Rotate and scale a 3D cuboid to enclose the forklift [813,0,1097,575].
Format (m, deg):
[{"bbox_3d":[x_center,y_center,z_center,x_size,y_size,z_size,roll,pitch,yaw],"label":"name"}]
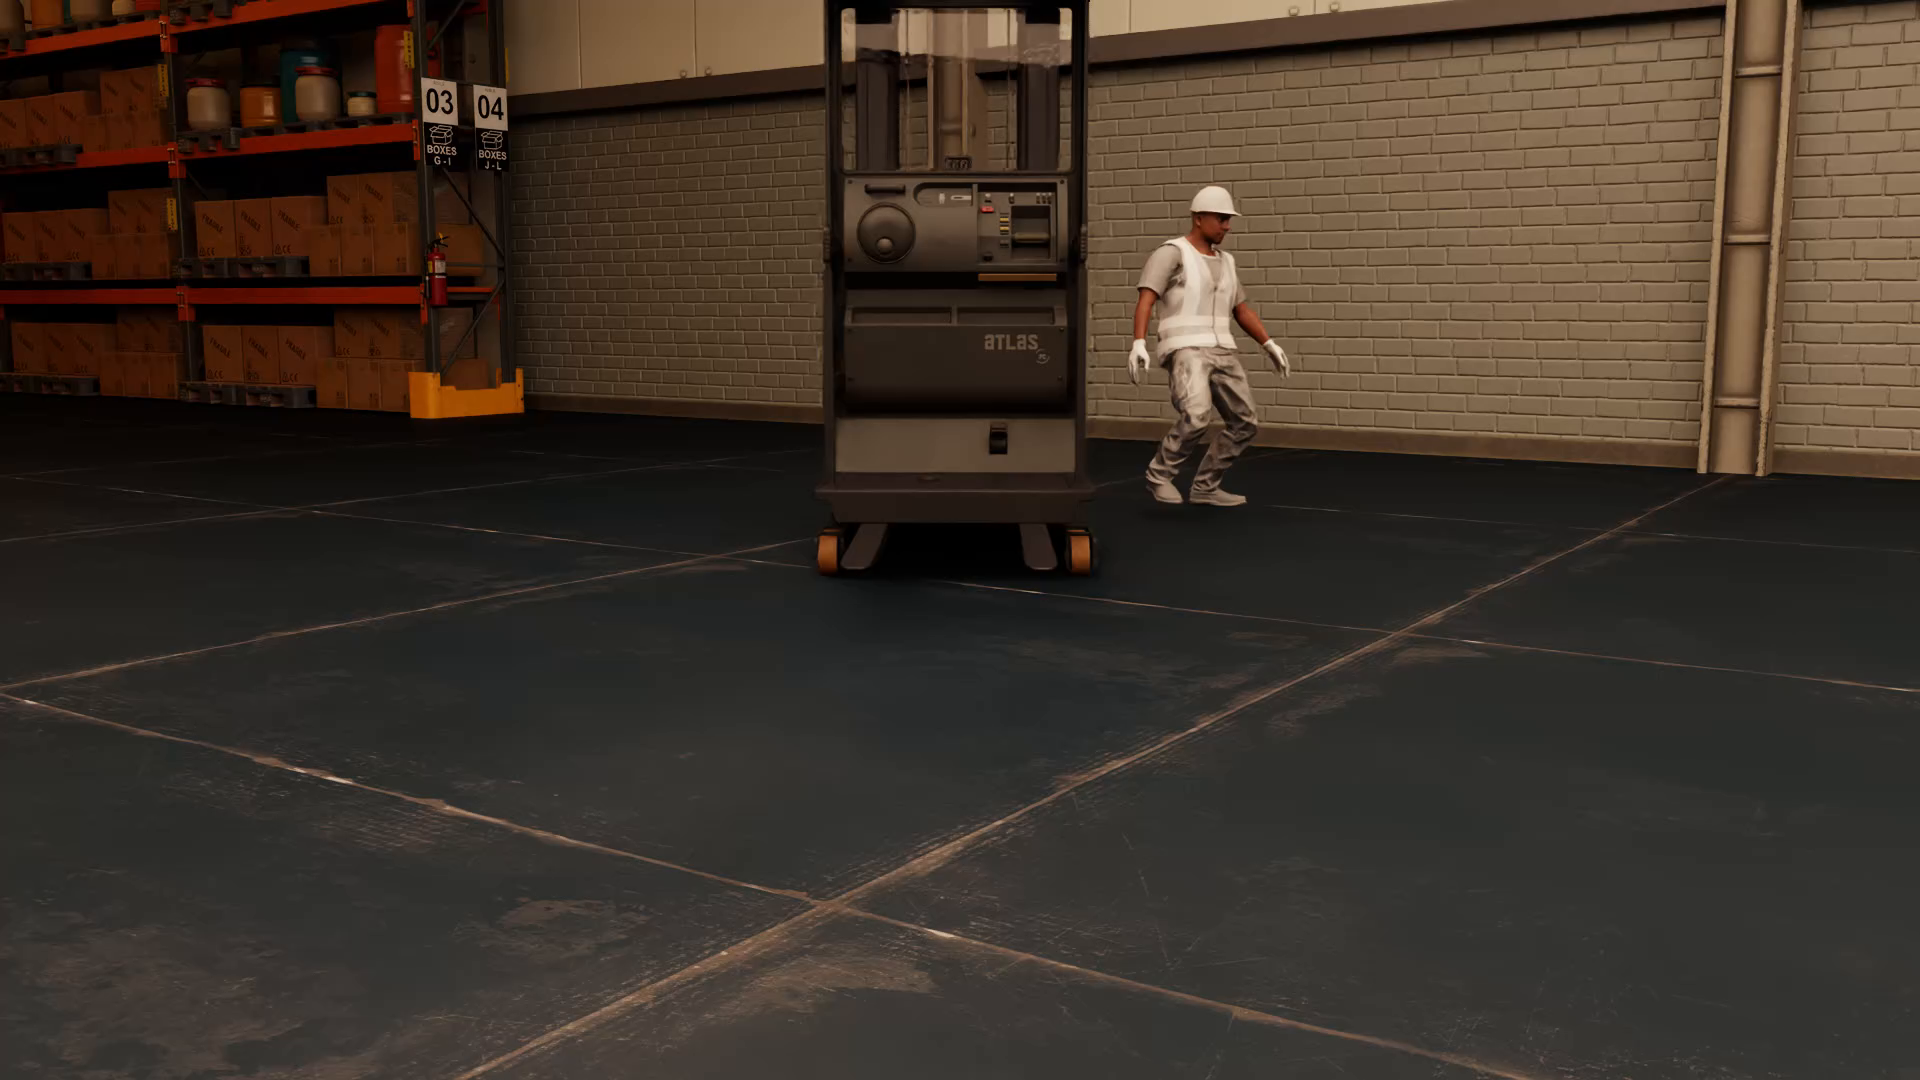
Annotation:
[{"bbox_3d":[-0.017,-1.351,6.694,1.130,2.935,3.031,0,8,1],"label":"forklift"}]

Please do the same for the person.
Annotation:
[{"bbox_3d":[1.258,-0.971,8.556,0.957,1.671,0.573,-6,10,-35],"label":"person"}]
